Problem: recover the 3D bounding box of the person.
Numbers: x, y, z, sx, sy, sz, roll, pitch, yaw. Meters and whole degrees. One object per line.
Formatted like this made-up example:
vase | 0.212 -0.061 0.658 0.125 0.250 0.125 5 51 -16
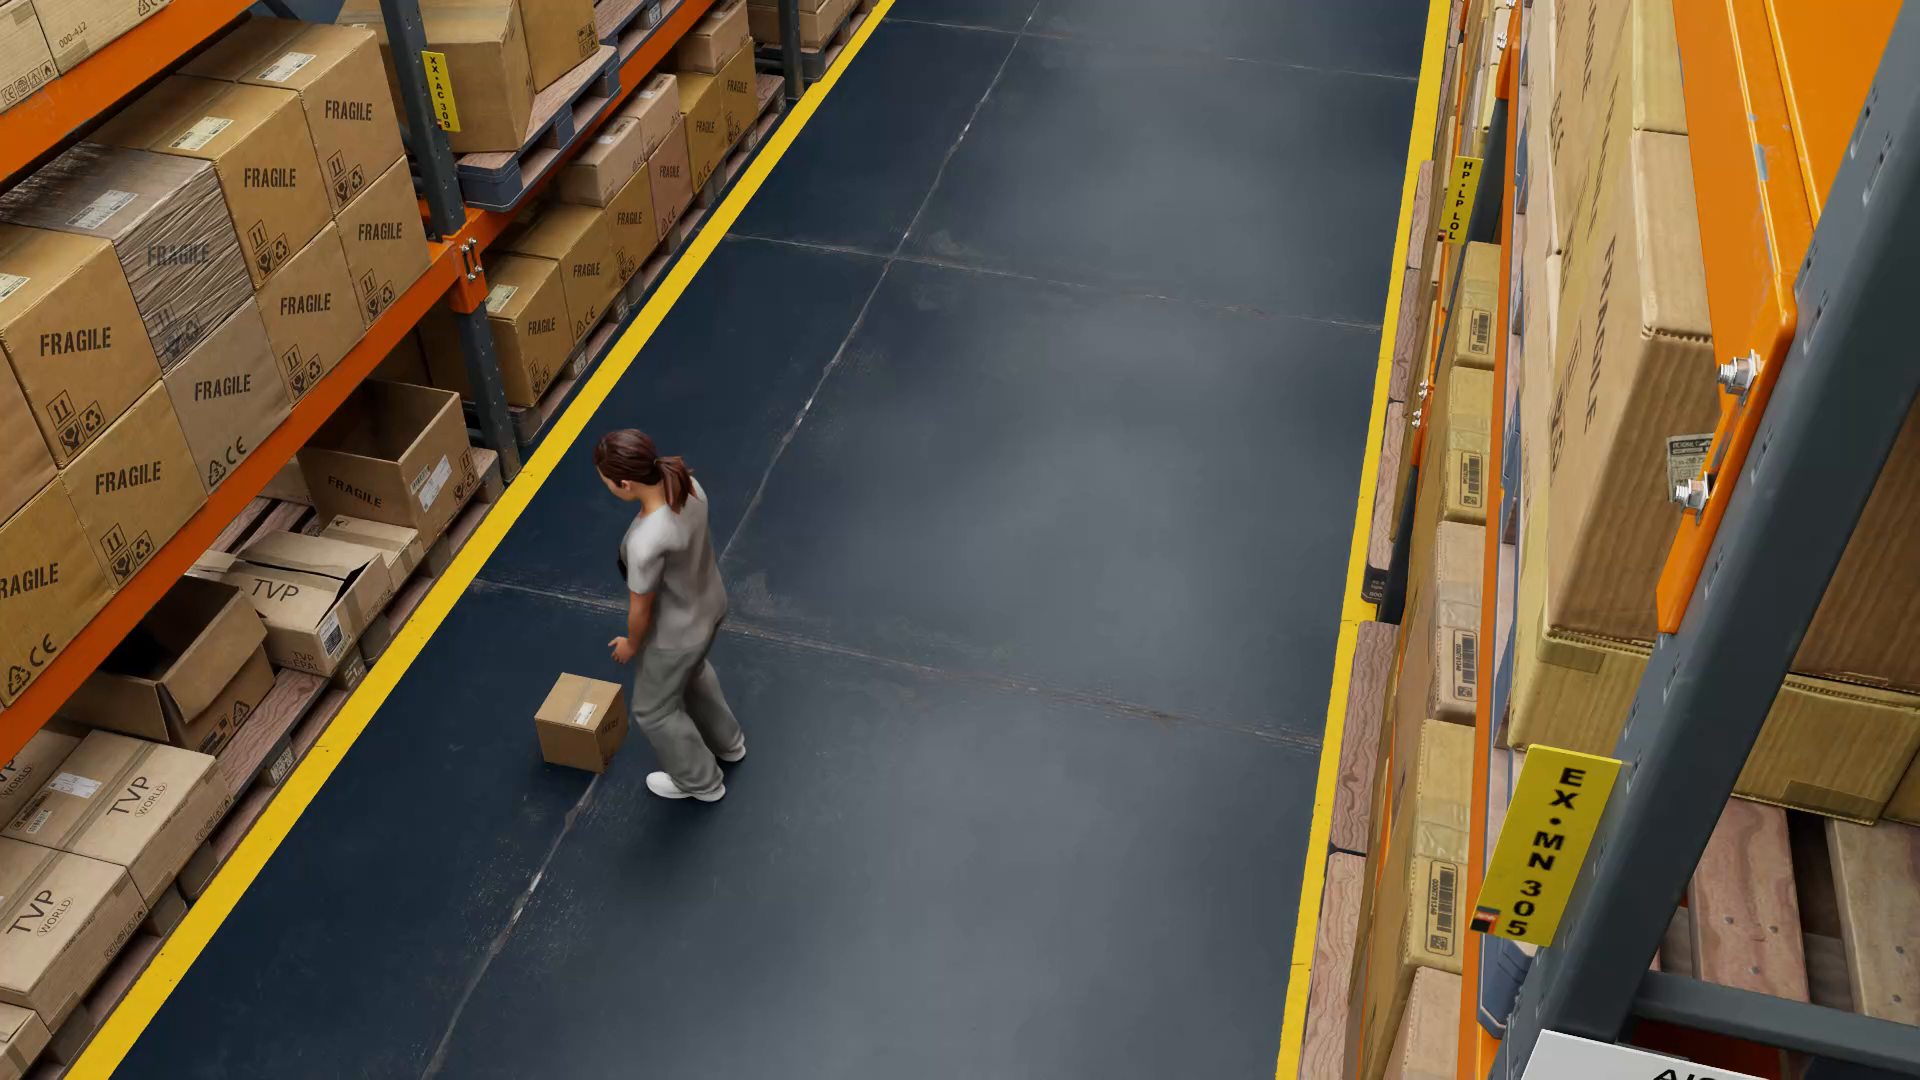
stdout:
person | -1.019 0.288 5.861 0.354 1.645 0.456 11 42 12
